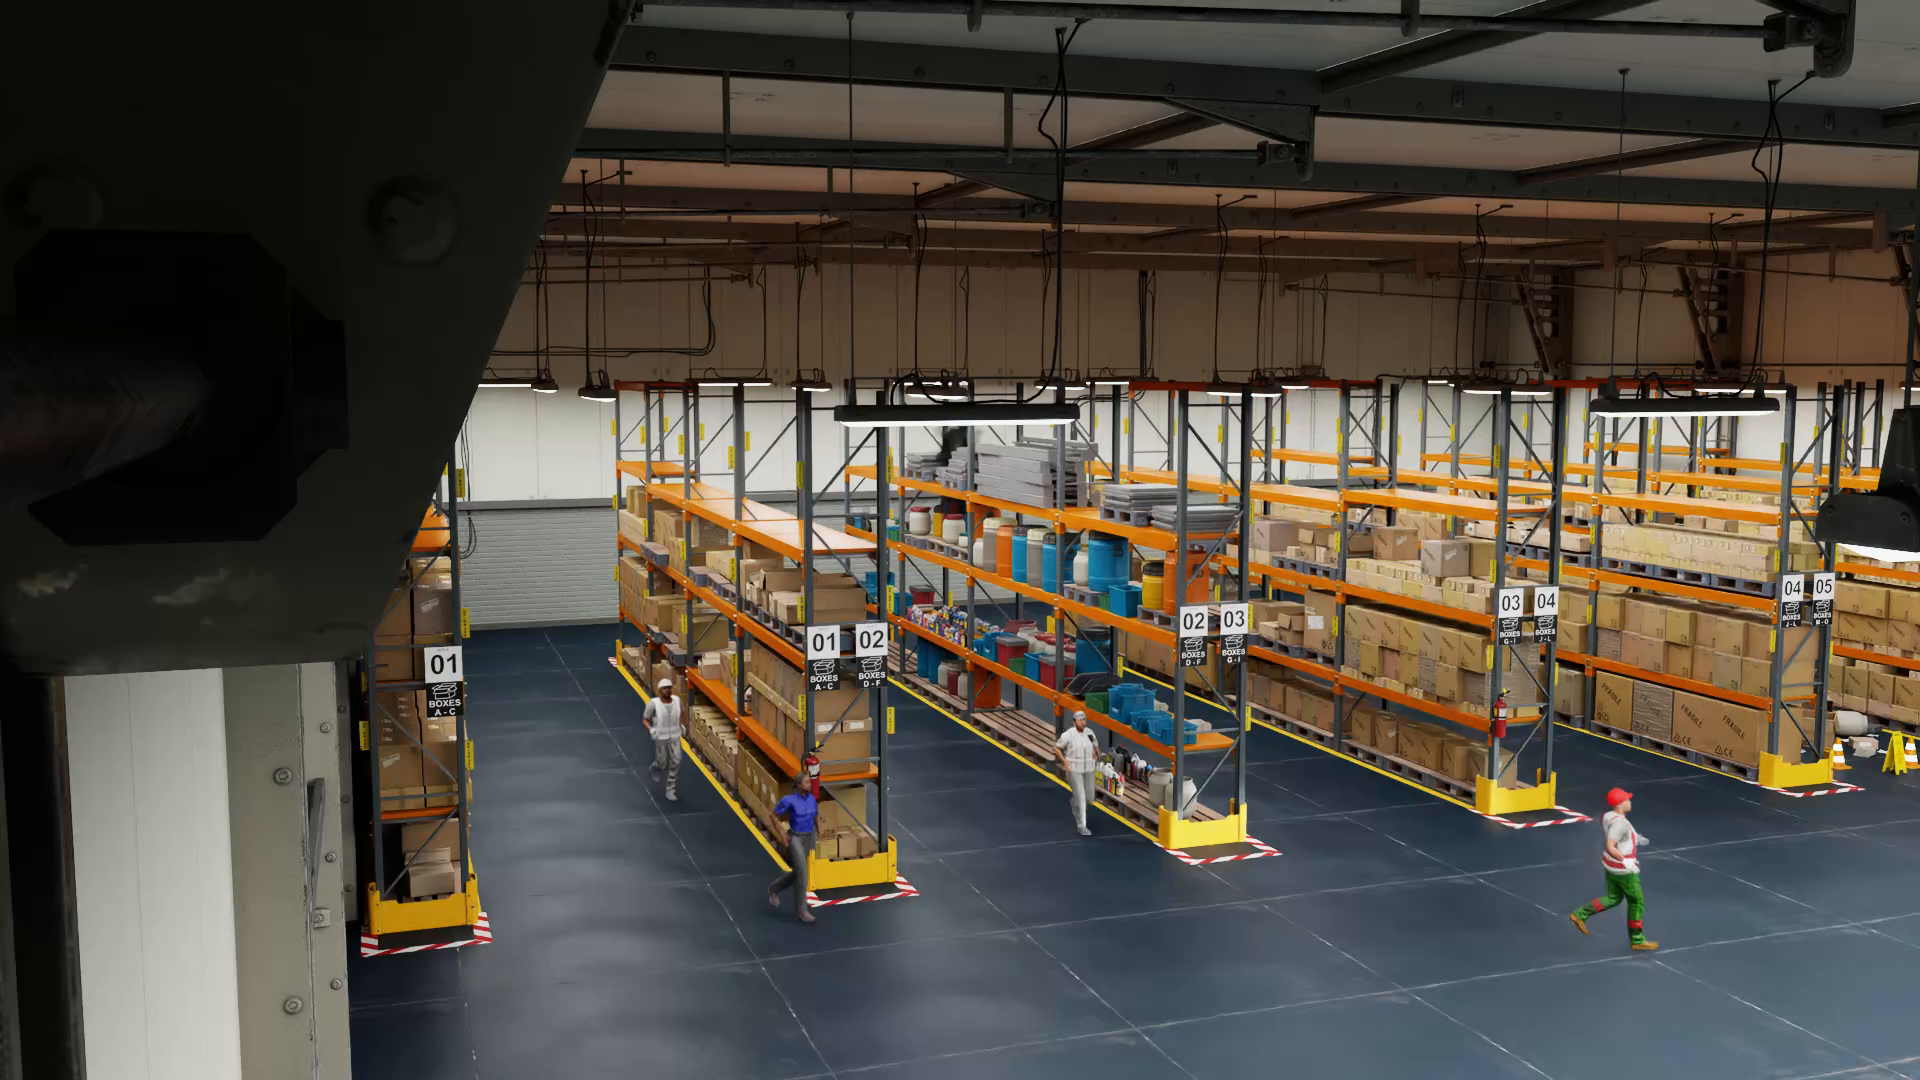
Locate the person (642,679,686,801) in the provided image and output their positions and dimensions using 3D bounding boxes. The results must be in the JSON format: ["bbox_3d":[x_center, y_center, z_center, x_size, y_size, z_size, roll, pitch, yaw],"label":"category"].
[{"bbox_3d":[-4.302,2.894,24.361,0.682,1.753,0.769,-3,7,-27],"label":"person"}]

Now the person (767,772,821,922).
[{"bbox_3d":[-1.879,3.504,19.208,0.784,1.658,0.601,4,7,36],"label":"person"}]

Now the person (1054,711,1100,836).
[{"bbox_3d":[1.615,3.129,22.616,0.620,1.634,0.823,-2,6,-22],"label":"person"}]

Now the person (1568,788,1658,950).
[{"bbox_3d":[7.106,3.550,17.975,0.918,1.766,0.669,1,6,5],"label":"person"}]
